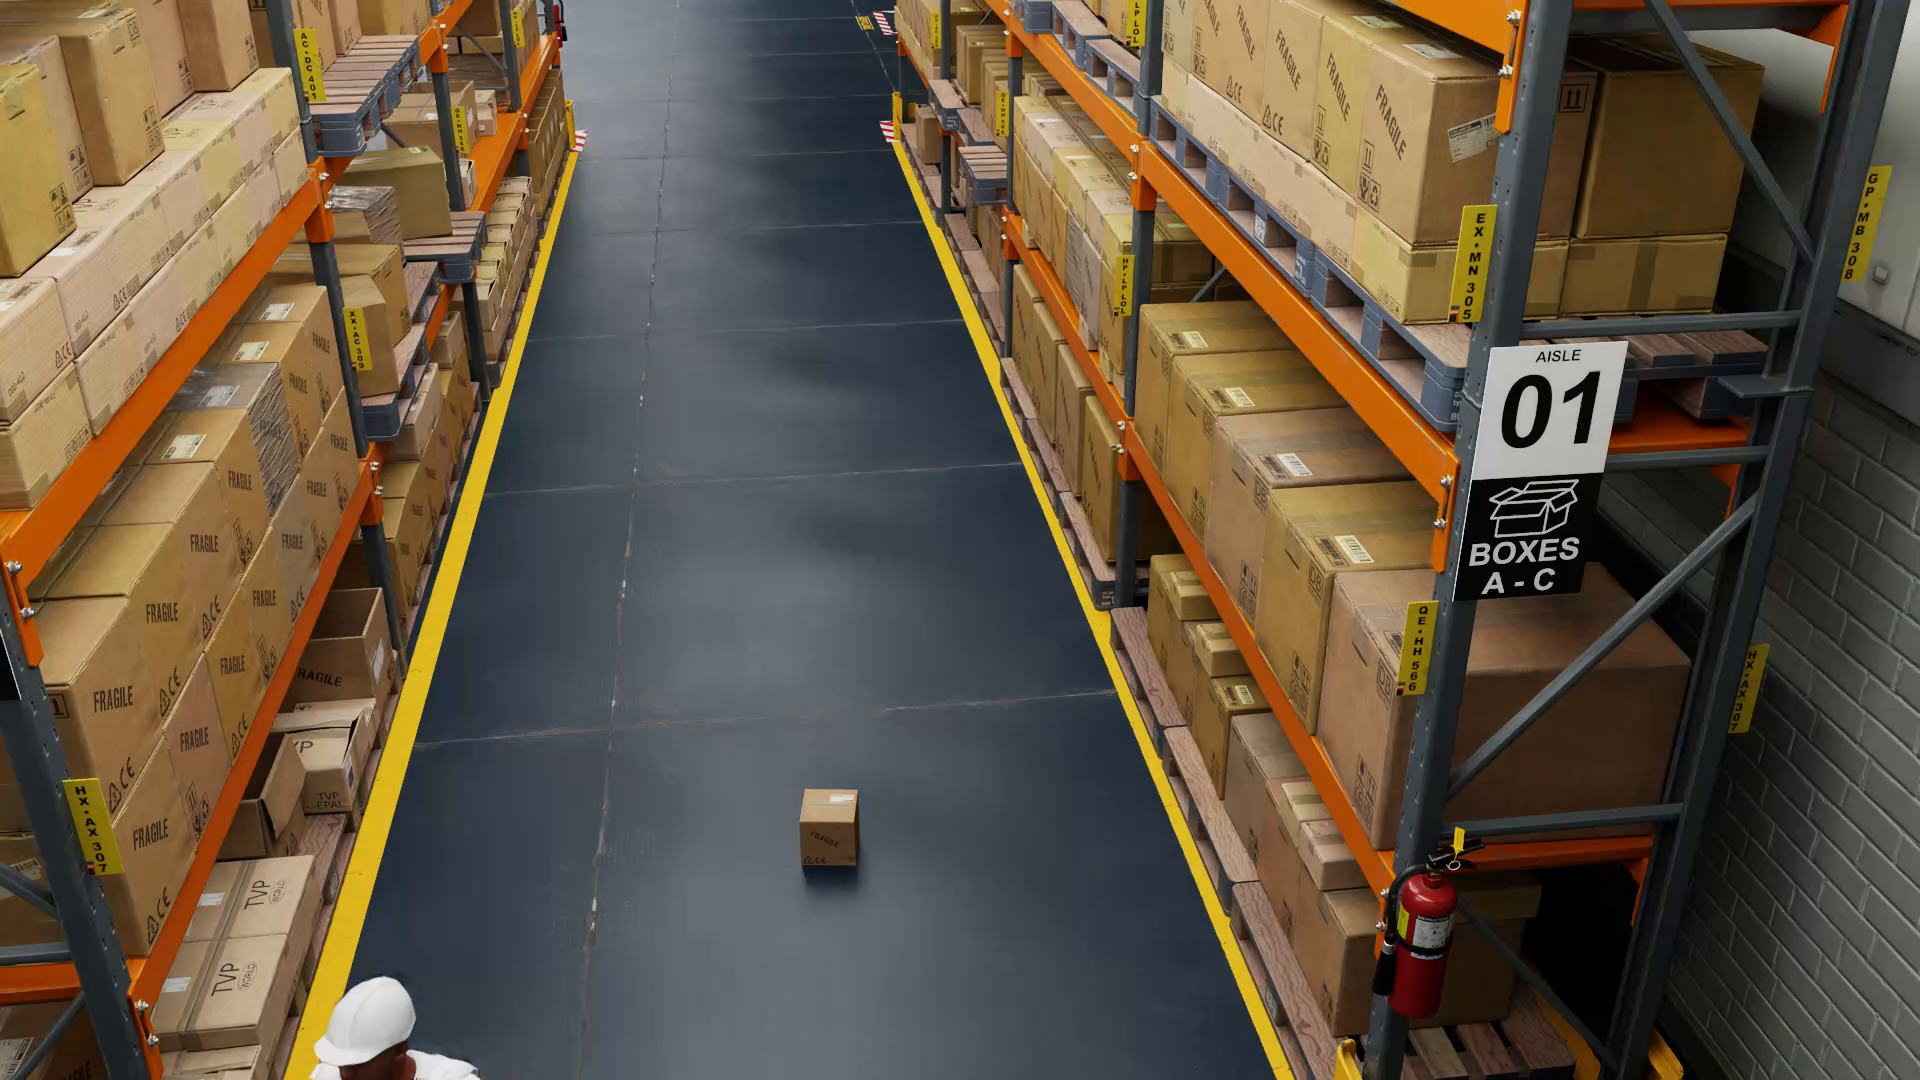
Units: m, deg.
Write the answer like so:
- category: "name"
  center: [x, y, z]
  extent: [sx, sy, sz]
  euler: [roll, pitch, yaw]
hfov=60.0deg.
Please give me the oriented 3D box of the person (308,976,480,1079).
- category: "person"
  center: [-1.554, 1.975, 4.699]
  extent: [0.569, 1.739, 0.842]
  euler: [3, 27, 6]
